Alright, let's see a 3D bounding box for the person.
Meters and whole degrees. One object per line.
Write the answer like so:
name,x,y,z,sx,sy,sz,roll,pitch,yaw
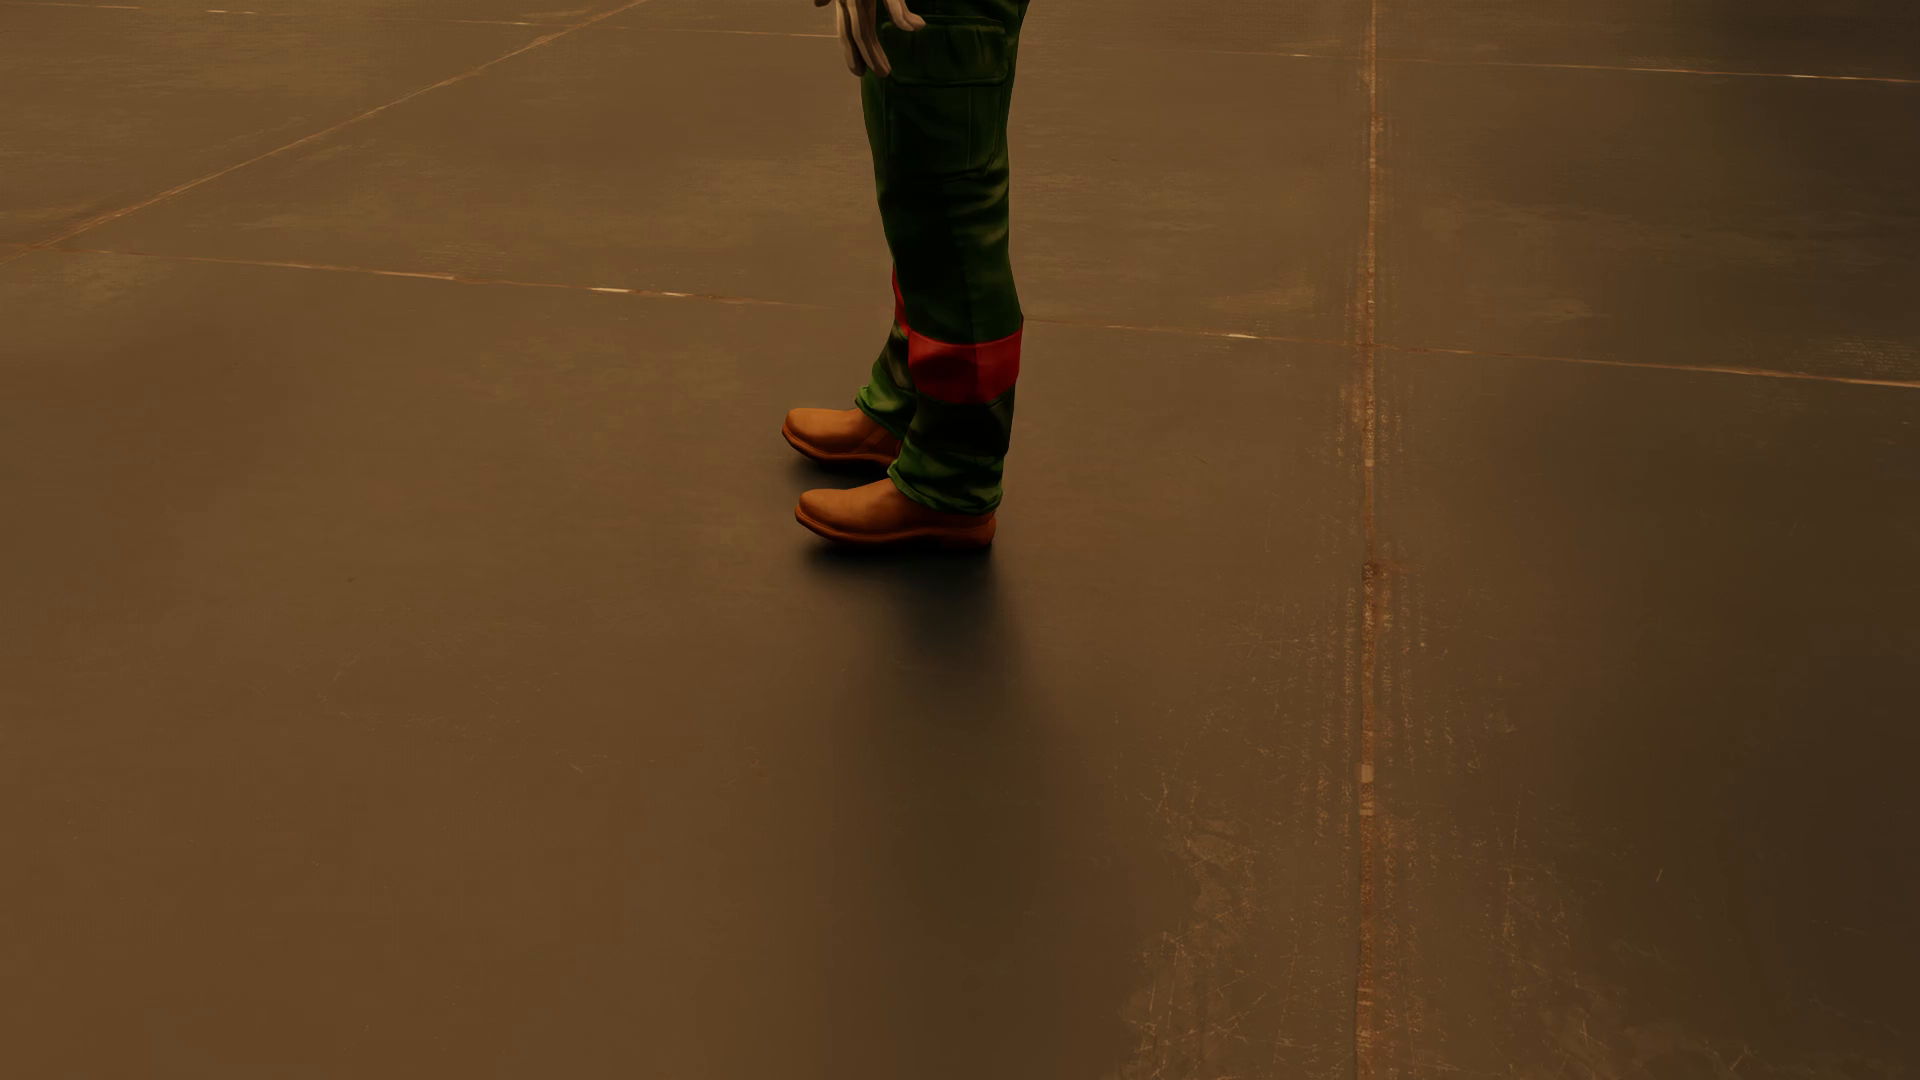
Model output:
person,-0.075,-0.817,2.121,0.564,1.782,0.637,6,27,11
